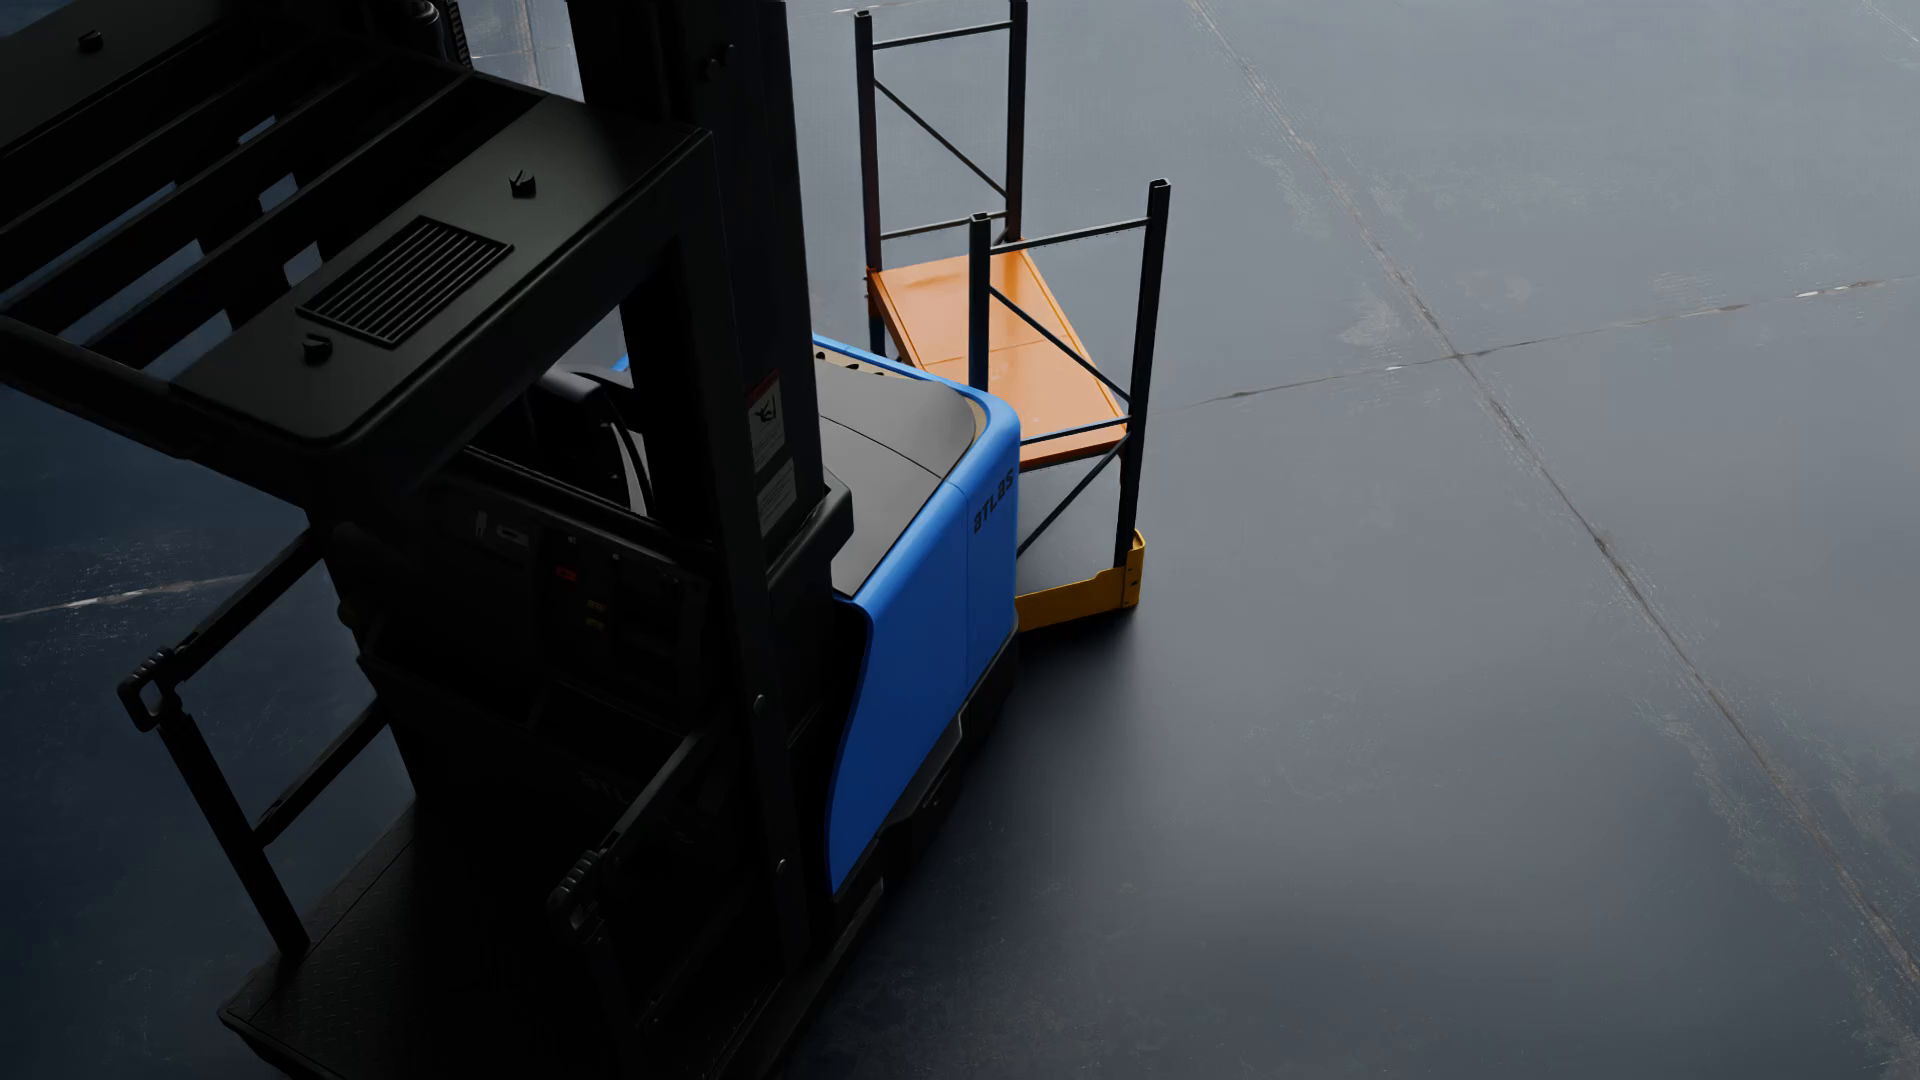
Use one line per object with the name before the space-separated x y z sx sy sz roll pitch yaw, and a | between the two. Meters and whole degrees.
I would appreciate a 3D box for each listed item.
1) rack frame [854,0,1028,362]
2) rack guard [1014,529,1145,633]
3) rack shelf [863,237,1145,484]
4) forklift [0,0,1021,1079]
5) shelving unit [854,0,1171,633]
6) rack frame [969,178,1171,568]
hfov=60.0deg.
rack frame | -0.050 -0.973 5.153 0.500 1.500 0.032 -13 47 -13
rack guard | 0.258 0.142 4.936 0.587 0.250 0.087 -13 47 -13
rack shelf | 0.107 -0.501 4.943 0.538 0.185 1.000 -13 47 -13
forklift | -0.967 0.161 3.040 1.130 2.935 3.031 21 49 19
shelving unit | 0.104 -0.633 4.821 0.587 1.500 1.083 -13 47 -13
rack frame | 0.264 -0.282 4.476 0.500 1.500 0.032 -13 47 -13
